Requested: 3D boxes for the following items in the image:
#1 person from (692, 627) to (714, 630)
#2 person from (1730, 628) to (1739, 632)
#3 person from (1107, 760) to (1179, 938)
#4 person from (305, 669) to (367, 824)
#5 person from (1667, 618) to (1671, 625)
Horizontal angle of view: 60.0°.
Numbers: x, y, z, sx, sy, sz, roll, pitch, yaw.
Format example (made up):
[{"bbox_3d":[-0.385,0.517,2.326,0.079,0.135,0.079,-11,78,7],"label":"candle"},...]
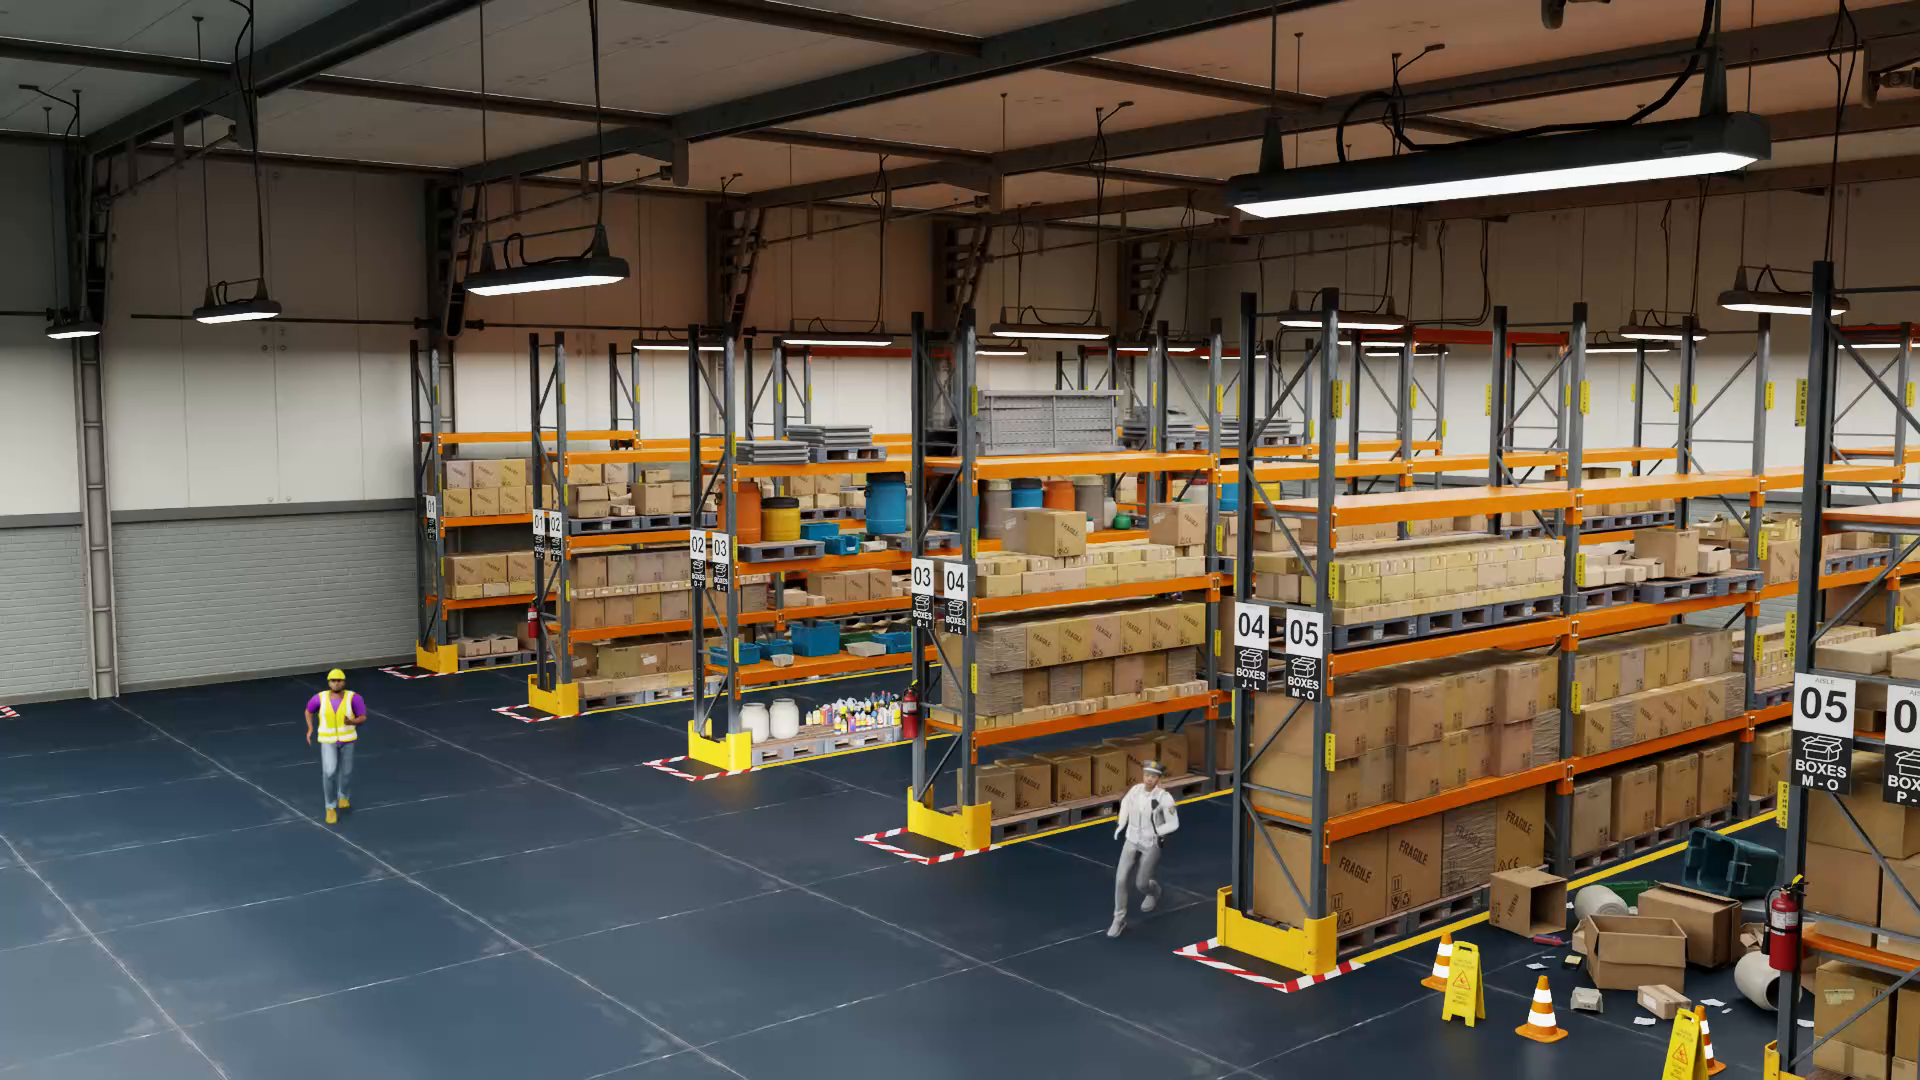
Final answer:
[{"bbox_3d":[-4.716,1.464,30.790,0.647,1.698,0.659,4,7,39],"label":"person"},{"bbox_3d":[11.245,2.112,24.203,0.668,1.649,0.574,-3,6,-32],"label":"person"},{"bbox_3d":[1.780,2.899,15.807,0.657,1.689,0.822,3,6,31],"label":"person"},{"bbox_3d":[-7.449,2.446,19.901,0.669,1.828,0.766,-2,6,-24],"label":"person"},{"bbox_3d":[11.041,1.990,25.793,0.608,1.609,0.607,4,7,39],"label":"person"}]
